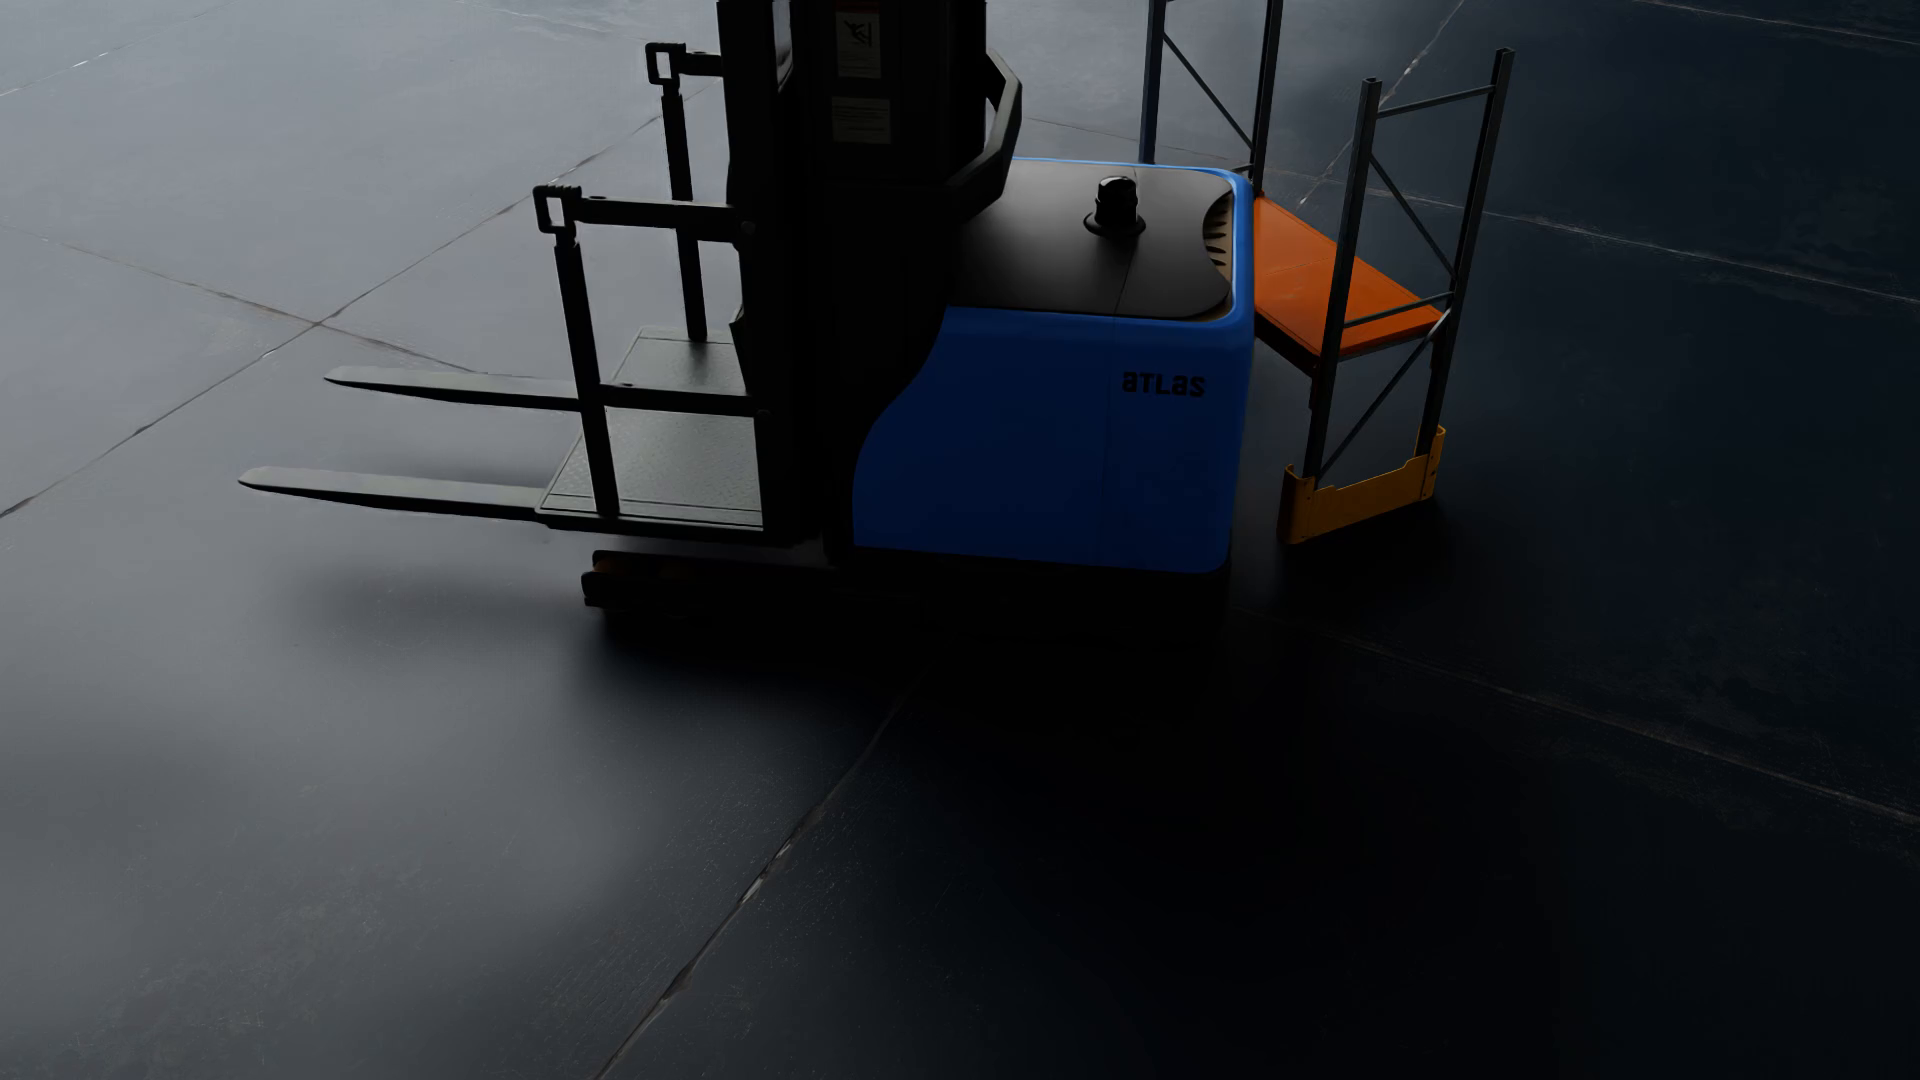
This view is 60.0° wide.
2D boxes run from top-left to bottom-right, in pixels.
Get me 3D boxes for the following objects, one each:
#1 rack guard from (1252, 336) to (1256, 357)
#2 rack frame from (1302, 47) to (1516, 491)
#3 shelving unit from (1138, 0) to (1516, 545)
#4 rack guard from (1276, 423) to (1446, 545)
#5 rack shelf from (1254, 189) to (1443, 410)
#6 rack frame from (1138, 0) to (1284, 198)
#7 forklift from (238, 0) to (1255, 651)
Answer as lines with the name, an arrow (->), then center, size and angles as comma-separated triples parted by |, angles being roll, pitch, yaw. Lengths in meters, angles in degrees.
rack guard -> 0.814, -0.719, 5.990 | 0.587, 0.250, 0.087 | -17, 41, -22
rack frame -> 1.283, -0.672, 4.895 | 0.500, 1.500, 0.032 | -17, 41, -22
shelving unit -> 1.044, -0.950, 5.261 | 0.587, 1.500, 1.083 | -17, 41, -22
rack guard -> 1.274, -0.185, 5.287 | 0.587, 0.250, 0.087 | -17, 41, -22
rack shelf -> 1.048, -0.801, 5.363 | 0.538, 0.185, 1.000 | -17, 41, -22
rack frame -> 0.813, -1.217, 5.613 | 0.500, 1.500, 0.032 | -17, 41, -22
forklift -> -0.680, -1.246, 4.467 | 3.031, 2.935, 1.130 | 5, 37, 6
